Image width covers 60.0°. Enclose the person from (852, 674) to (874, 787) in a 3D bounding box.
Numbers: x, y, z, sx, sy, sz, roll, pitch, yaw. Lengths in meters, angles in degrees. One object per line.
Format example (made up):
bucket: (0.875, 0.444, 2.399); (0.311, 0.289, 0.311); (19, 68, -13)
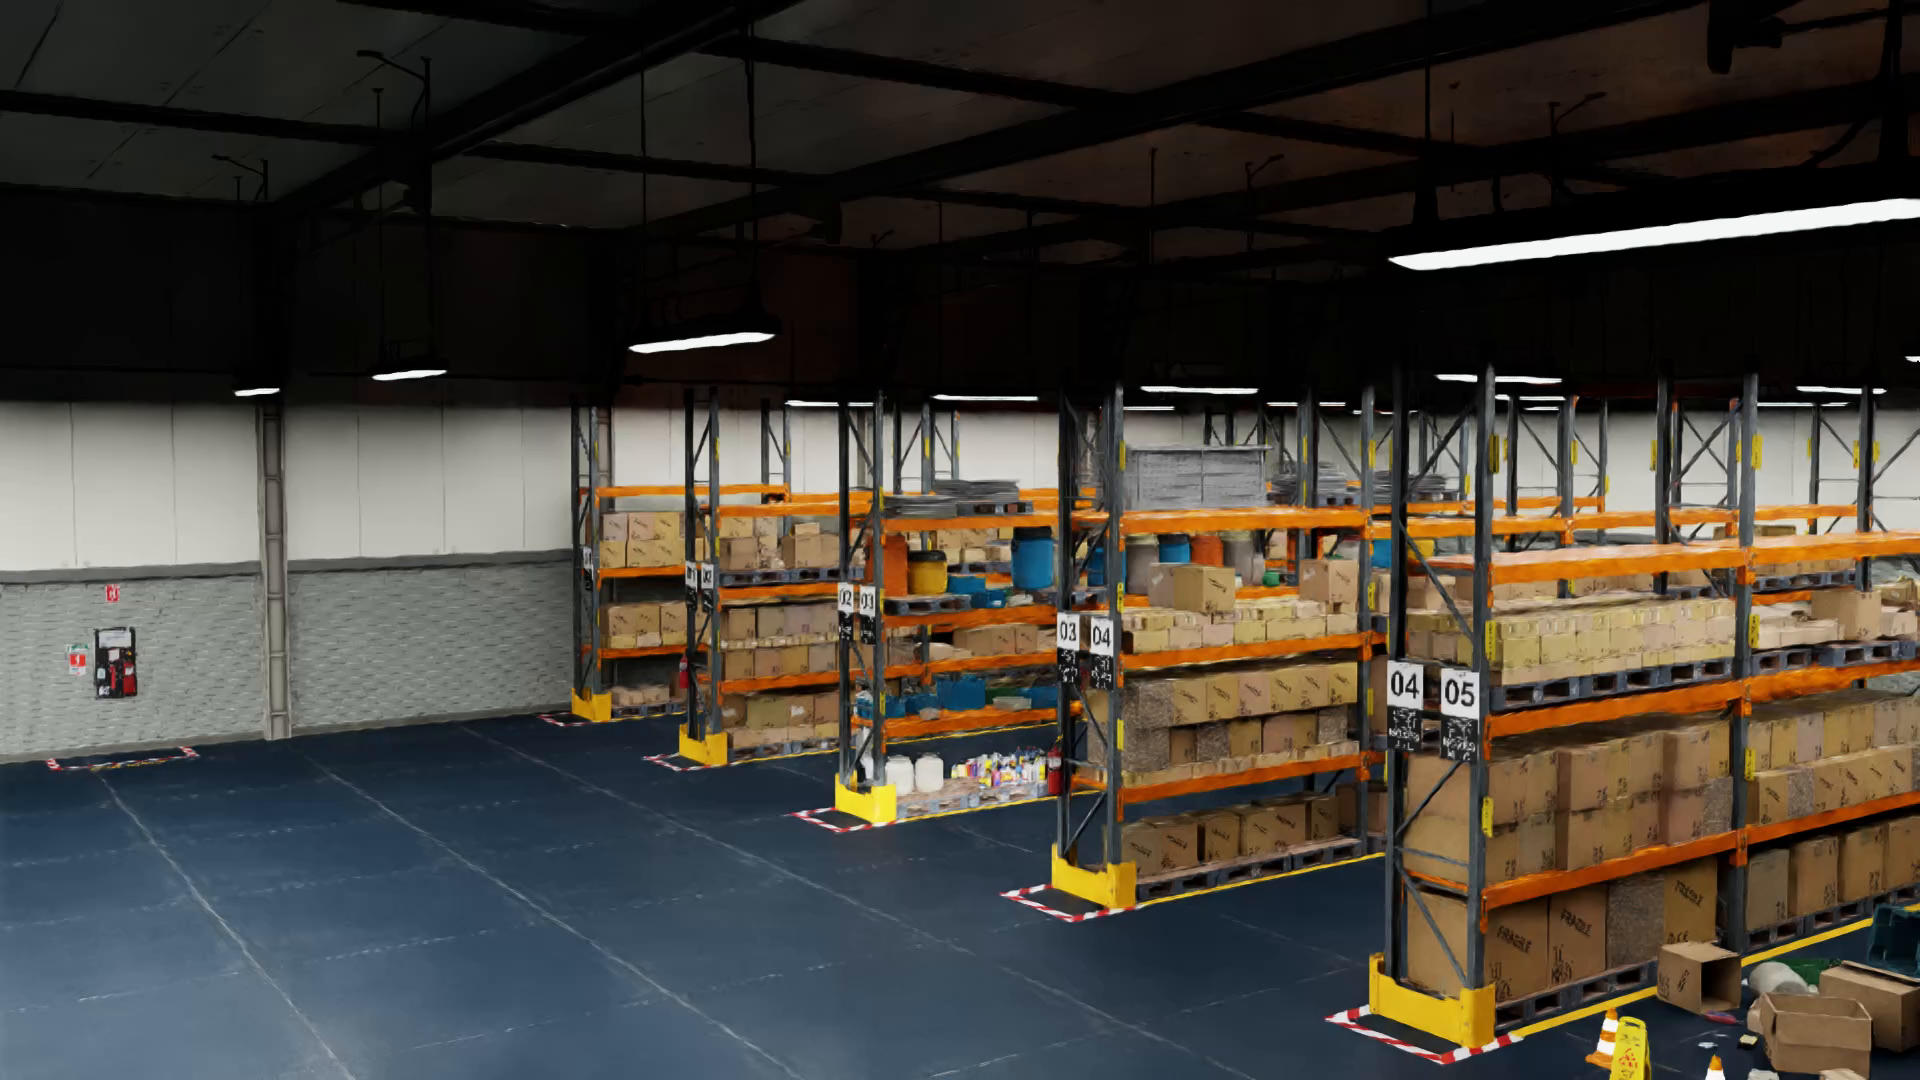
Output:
person: (-1.339, 2.852, 24.758); (0.519, 1.660, 0.533); (0, 3, 3)
